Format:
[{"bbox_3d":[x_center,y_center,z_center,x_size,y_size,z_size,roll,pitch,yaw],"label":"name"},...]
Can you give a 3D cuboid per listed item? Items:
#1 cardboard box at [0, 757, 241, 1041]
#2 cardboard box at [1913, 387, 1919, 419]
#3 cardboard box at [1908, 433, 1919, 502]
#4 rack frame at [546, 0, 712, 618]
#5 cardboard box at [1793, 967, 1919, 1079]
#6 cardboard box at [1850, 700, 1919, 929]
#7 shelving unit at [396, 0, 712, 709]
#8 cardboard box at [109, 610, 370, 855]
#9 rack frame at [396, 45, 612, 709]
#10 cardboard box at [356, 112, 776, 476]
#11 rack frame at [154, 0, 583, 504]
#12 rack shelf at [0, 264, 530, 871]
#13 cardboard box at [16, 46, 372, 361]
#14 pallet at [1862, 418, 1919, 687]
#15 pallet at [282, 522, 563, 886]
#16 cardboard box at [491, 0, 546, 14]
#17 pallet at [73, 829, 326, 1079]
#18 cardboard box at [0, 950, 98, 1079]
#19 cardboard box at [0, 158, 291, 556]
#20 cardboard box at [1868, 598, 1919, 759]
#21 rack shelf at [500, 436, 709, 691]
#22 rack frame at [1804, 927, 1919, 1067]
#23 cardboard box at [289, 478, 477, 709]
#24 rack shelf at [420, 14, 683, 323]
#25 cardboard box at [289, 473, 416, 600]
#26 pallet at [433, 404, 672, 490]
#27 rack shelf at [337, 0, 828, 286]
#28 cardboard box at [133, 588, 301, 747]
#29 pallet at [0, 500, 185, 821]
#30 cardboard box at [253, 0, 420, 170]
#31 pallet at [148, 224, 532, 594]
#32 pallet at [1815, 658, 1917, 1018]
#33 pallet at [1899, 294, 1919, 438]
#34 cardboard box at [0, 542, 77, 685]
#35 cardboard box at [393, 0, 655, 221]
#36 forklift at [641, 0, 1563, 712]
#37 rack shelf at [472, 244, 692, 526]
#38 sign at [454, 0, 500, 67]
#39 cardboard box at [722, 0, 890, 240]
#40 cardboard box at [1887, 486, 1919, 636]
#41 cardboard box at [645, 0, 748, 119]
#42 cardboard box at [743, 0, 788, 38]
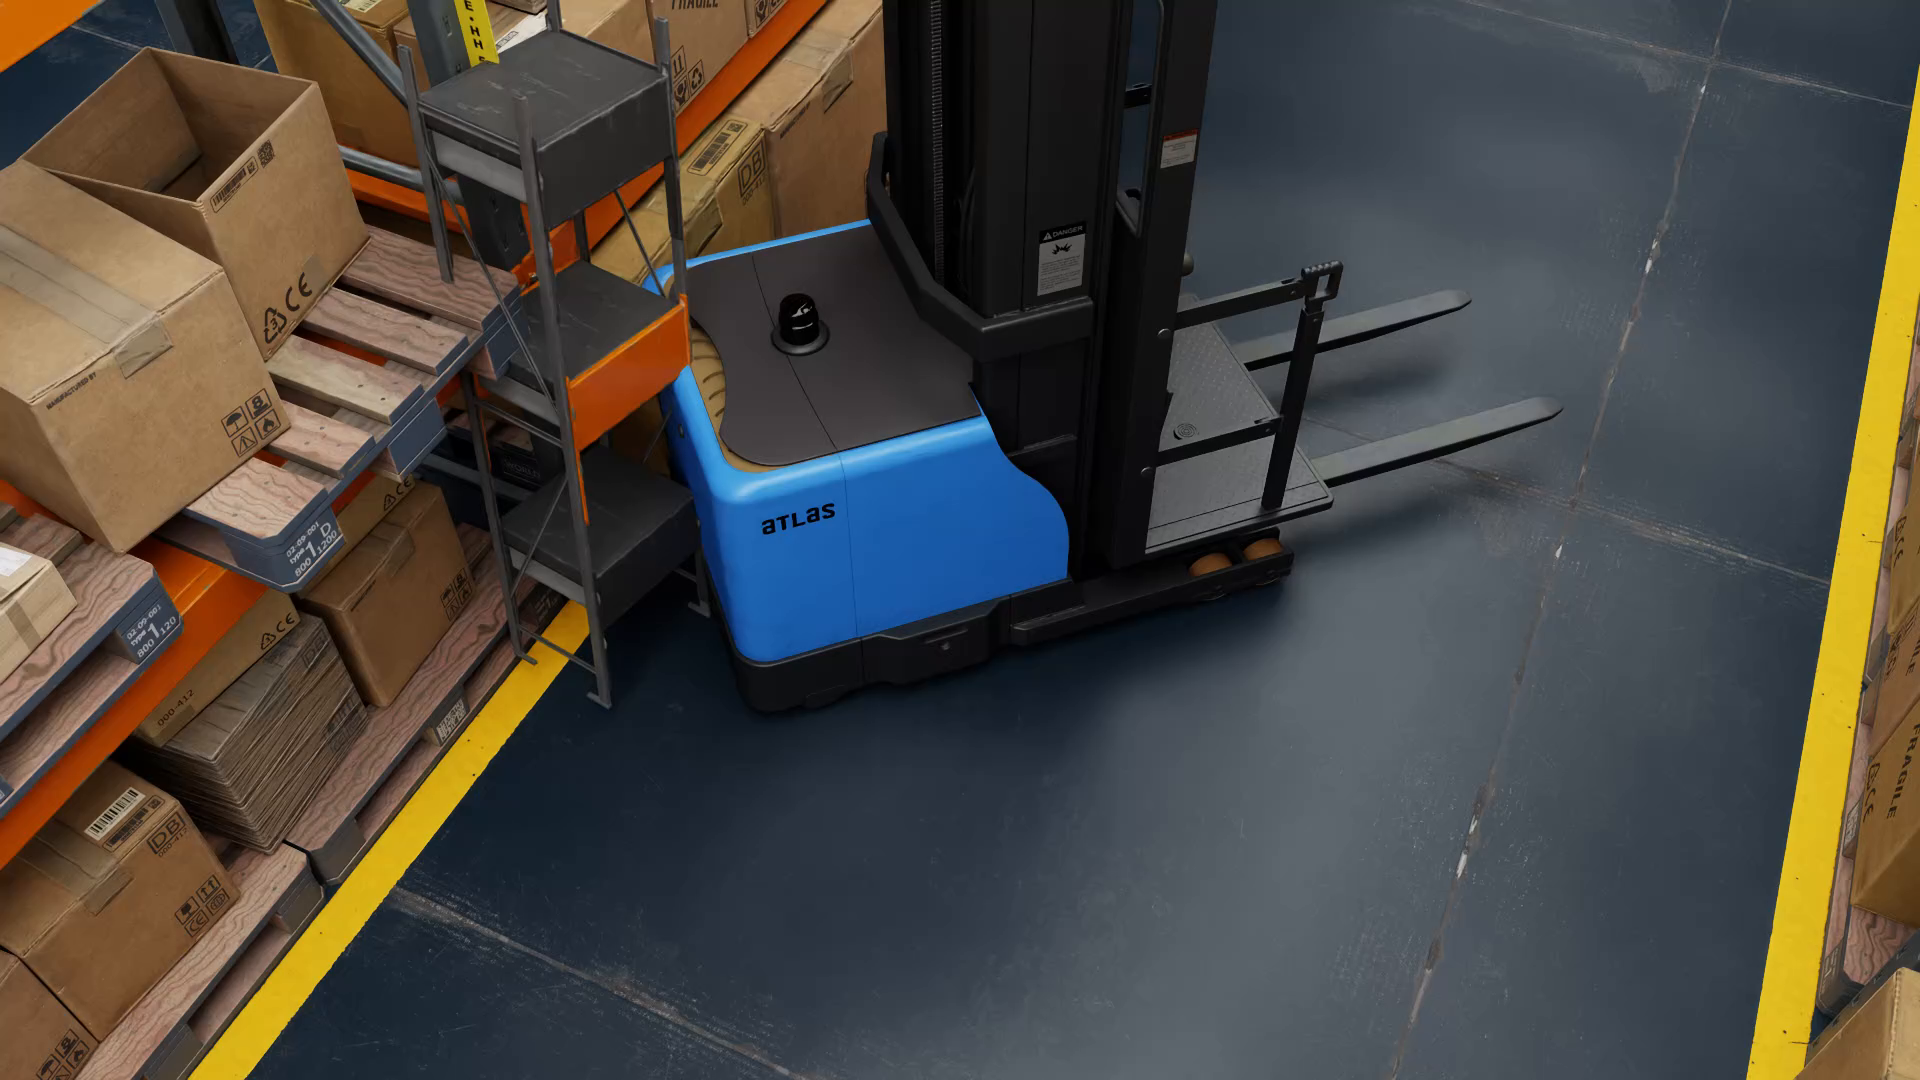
[{"bbox_3d":[-2.420,0.855,4.405,0.700,0.500,0.500,24,54,19],"label":"cardboard box"},{"bbox_3d":[3.680,-0.669,5.715,0.500,0.500,0.500,22,53,18],"label":"cardboard box"},{"bbox_3d":[3.469,-0.304,5.404,0.500,0.500,0.500,21,53,17],"label":"cardboard box"},{"bbox_3d":[-0.939,-0.589,4.856,0.400,2.100,0.015,26,48,22],"label":"rack frame"},{"bbox_3d":[2.410,1.607,3.614,1.050,0.750,0.750,19,52,16],"label":"cardboard box"},{"bbox_3d":[2.796,0.760,4.499,0.500,0.500,0.500,20,52,16],"label":"cardboard box"},{"bbox_3d":[-1.072,-0.453,4.703,0.431,2.100,0.503,26,48,22],"label":"shelving unit"},{"bbox_3d":[-2.184,0.462,4.739,0.700,0.500,0.500,16,51,13],"label":"cardboard box"},{"bbox_3d":[-1.206,-0.318,4.550,0.400,2.100,0.015,26,48,22],"label":"rack frame"},{"bbox_3d":[-1.376,-0.975,5.729,1.225,0.875,0.875,18,52,14],"label":"cardboard box"},{"bbox_3d":[-1.690,-1.059,4.682,1.000,3.000,0.127,20,52,16],"label":"rack frame"},{"bbox_3d":[-2.544,0.551,3.784,1.077,0.370,4.000,20,52,16],"label":"rack shelf"},{"bbox_3d":[-1.885,-0.843,4.156,0.500,0.500,0.500,14,51,12],"label":"cardboard box"},{"bbox_3d":[3.609,0.153,5.481,1.003,0.211,1.213,20,52,16],"label":"pallet"},{"bbox_3d":[-2.025,0.382,5.286,1.003,0.211,1.213,20,52,16],"label":"pallet"},{"bbox_3d":[-1.363,-1.915,4.685,0.797,0.503,0.637,21,53,17],"label":"cardboard box"},{"bbox_3d":[-2.548,1.219,4.574,1.003,0.211,1.213,20,52,16],"label":"pallet"},{"bbox_3d":[-2.658,1.239,4.078,0.700,0.500,0.500,16,51,13],"label":"cardboard box"},{"bbox_3d":[-2.033,-0.426,3.801,0.700,0.500,0.500,27,55,21],"label":"cardboard box"},{"bbox_3d":[3.021,0.404,4.802,0.500,0.500,0.500,22,53,18],"label":"cardboard box"},{"bbox_3d":[-1.110,0.064,5.193,0.431,0.518,0.480,26,48,22],"label":"rack shelf"},{"bbox_3d":[2.751,0.624,3.249,1.000,3.000,0.127,20,52,16],"label":"rack frame"},{"bbox_3d":[-1.958,0.076,5.068,0.700,0.500,0.500,17,52,14],"label":"cardboard box"},{"bbox_3d":[-1.036,-0.951,4.232,0.431,0.518,0.480,26,48,22],"label":"rack shelf"},{"bbox_3d":[-1.949,-0.163,4.780,0.500,0.250,0.500,22,53,18],"label":"cardboard box"},{"bbox_3d":[-1.285,-0.674,6.185,1.003,0.211,1.213,20,52,16],"label":"pallet"},{"bbox_3d":[-0.836,-2.203,6.127,1.077,0.370,4.000,20,52,16],"label":"rack shelf"},{"bbox_3d":[-2.167,0.205,4.466,0.500,0.250,0.500,25,54,20],"label":"cardboard box"},{"bbox_3d":[-2.499,0.380,3.583,1.003,0.211,1.213,20,52,16],"label":"pallet"},{"bbox_3d":[-1.703,-1.512,5.001,0.500,0.500,0.500,21,53,17],"label":"cardboard box"},{"bbox_3d":[-1.898,-0.471,4.308,1.213,0.211,1.003,20,52,16],"label":"pallet"},{"bbox_3d":[3.087,0.990,4.769,1.003,0.211,1.213,20,52,16],"label":"pallet"},{"bbox_3d":[4.129,-0.690,6.198,1.003,0.211,1.213,20,52,16],"label":"pallet"},{"bbox_3d":[-2.158,0.085,3.521,0.396,0.266,0.258,18,52,15],"label":"cardboard box"},{"bbox_3d":[-1.236,-1.338,4.853,0.500,0.500,0.500,21,53,17],"label":"cardboard box"},{"bbox_3d":[0.588,-1.112,4.772,3.031,2.935,1.130,-15,51,-13],"label":"forklift"},{"bbox_3d":[-1.073,-0.443,4.713,0.431,0.518,0.480,26,48,22],"label":"rack shelf"},{"bbox_3d":[-1.195,-1.239,4.126,0.100,0.325,0.005,20,52,16],"label":"sign"},{"bbox_3d":[-0.989,-1.586,6.250,1.225,0.875,0.875,20,52,16],"label":"cardboard box"},{"bbox_3d":[3.233,0.034,5.117,0.500,0.500,0.500,18,52,14],"label":"cardboard box"},{"bbox_3d":[-1.018,-1.693,5.156,0.500,0.500,0.500,19,52,15],"label":"cardboard box"},{"bbox_3d":[-0.802,-2.047,5.457,0.500,0.500,0.500,19,52,15],"label":"cardboard box"}]
